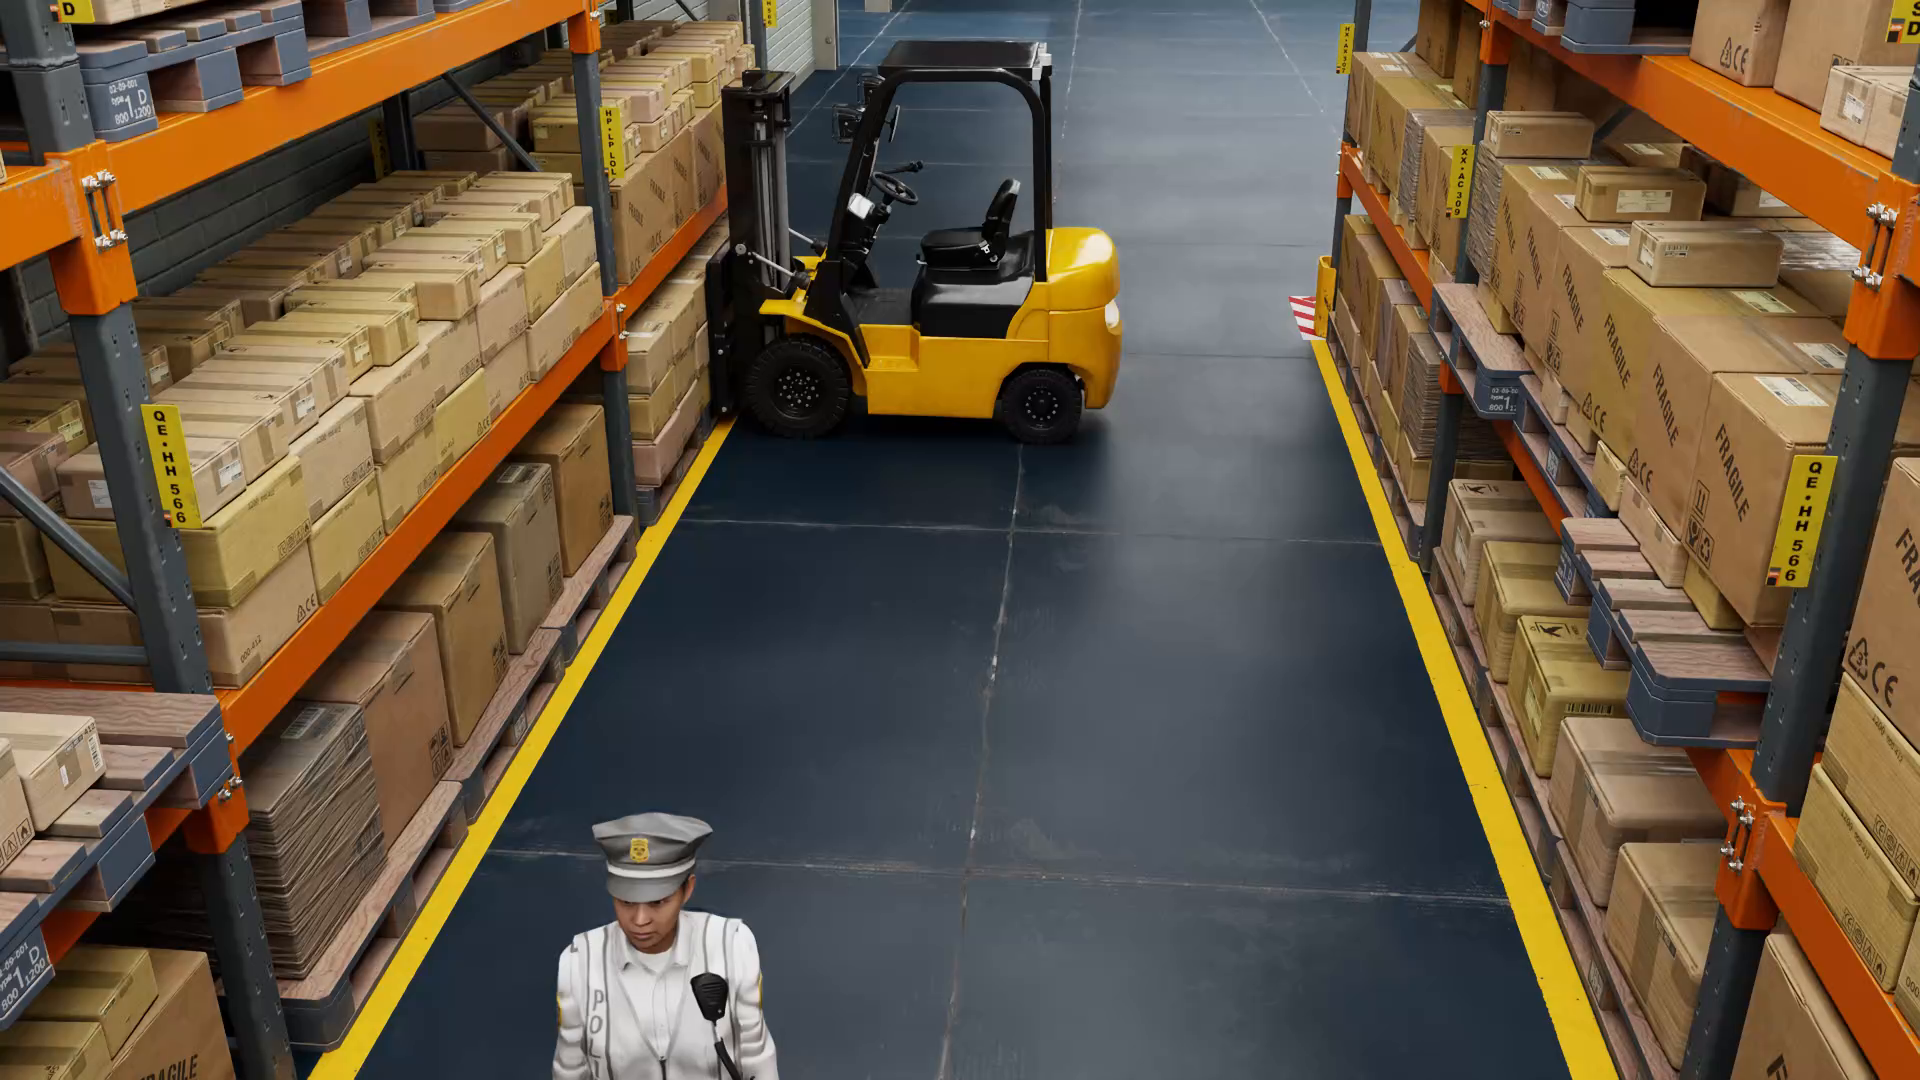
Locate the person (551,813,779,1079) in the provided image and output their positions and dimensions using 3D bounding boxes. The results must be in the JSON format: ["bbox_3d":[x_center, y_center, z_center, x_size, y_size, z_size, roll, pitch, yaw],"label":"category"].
[{"bbox_3d":[-0.629,1.317,3.657,0.488,1.676,0.551,-5,25,-10],"label":"person"}]
